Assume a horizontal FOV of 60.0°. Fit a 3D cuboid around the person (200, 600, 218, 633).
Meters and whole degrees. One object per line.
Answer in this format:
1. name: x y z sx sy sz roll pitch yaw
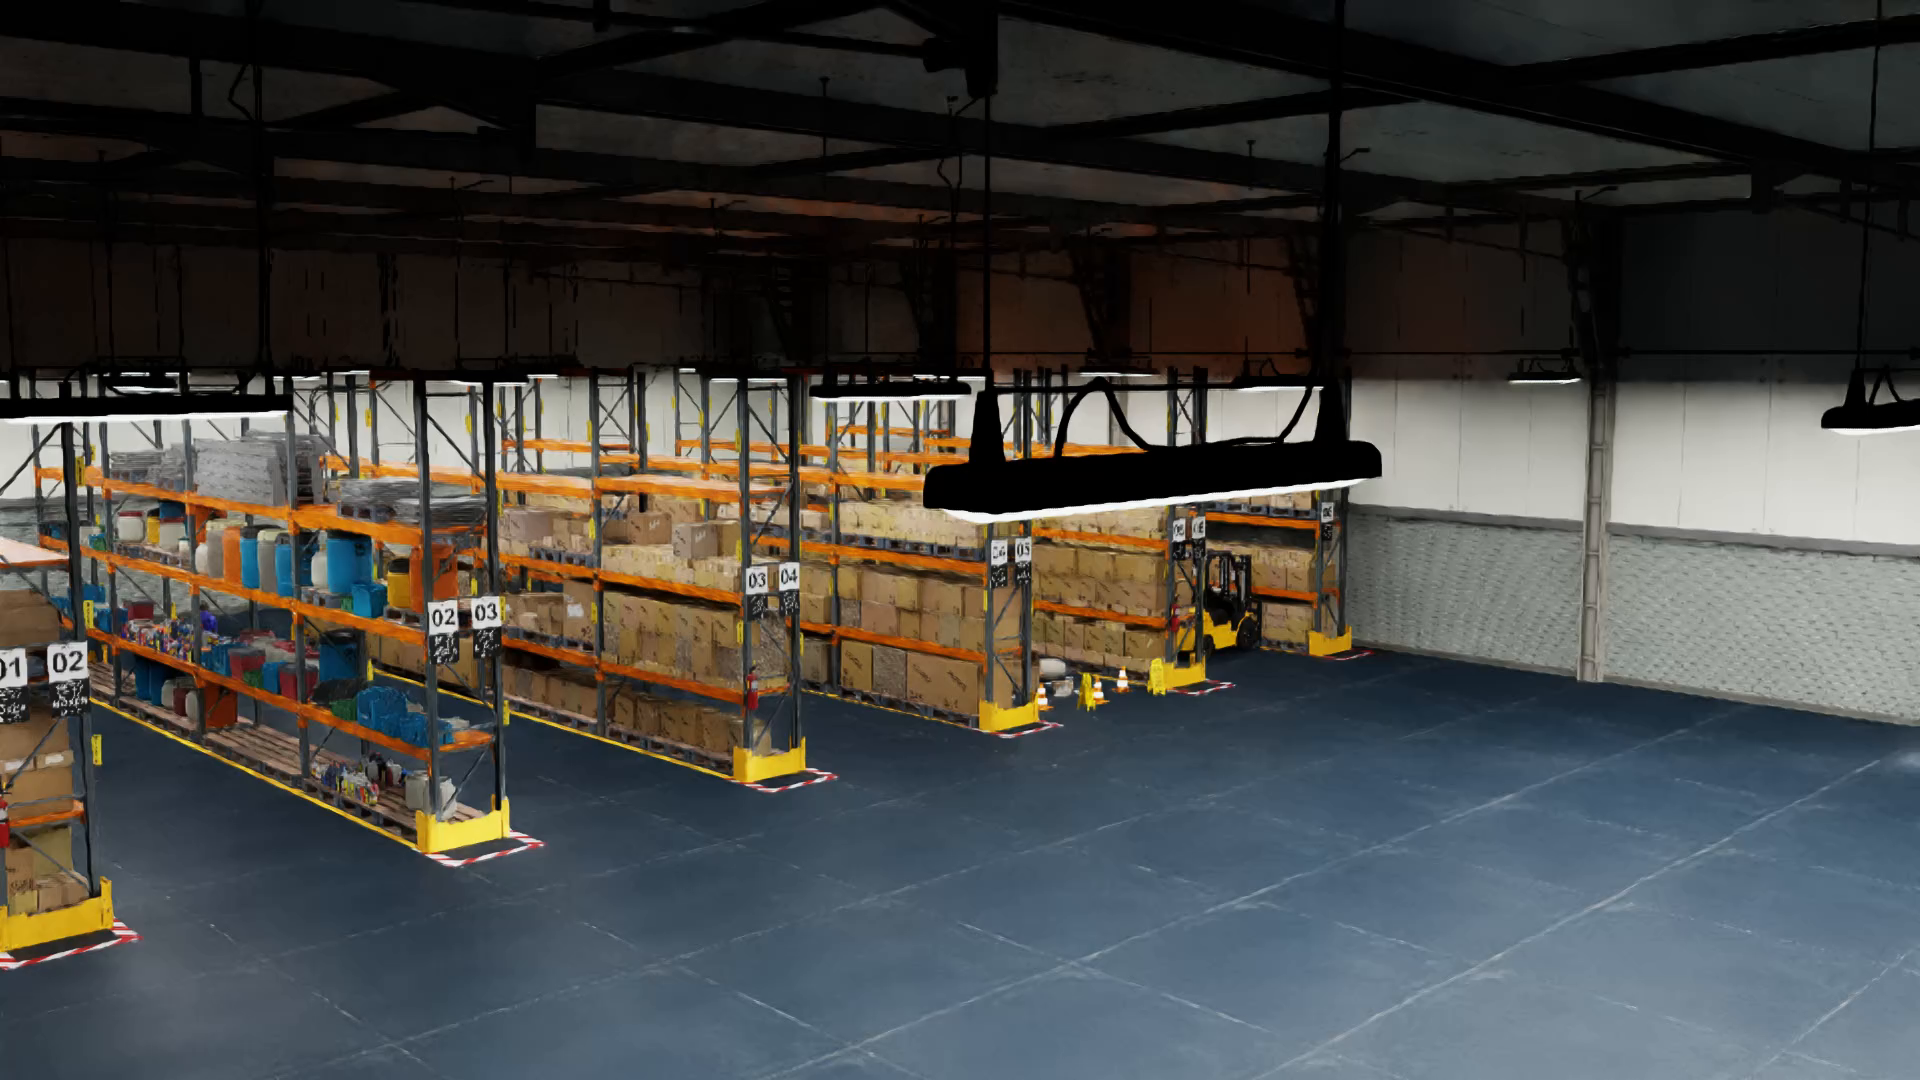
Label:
1. person: -14.251 1.958 31.499 0.502 1.655 0.415 2 7 15
